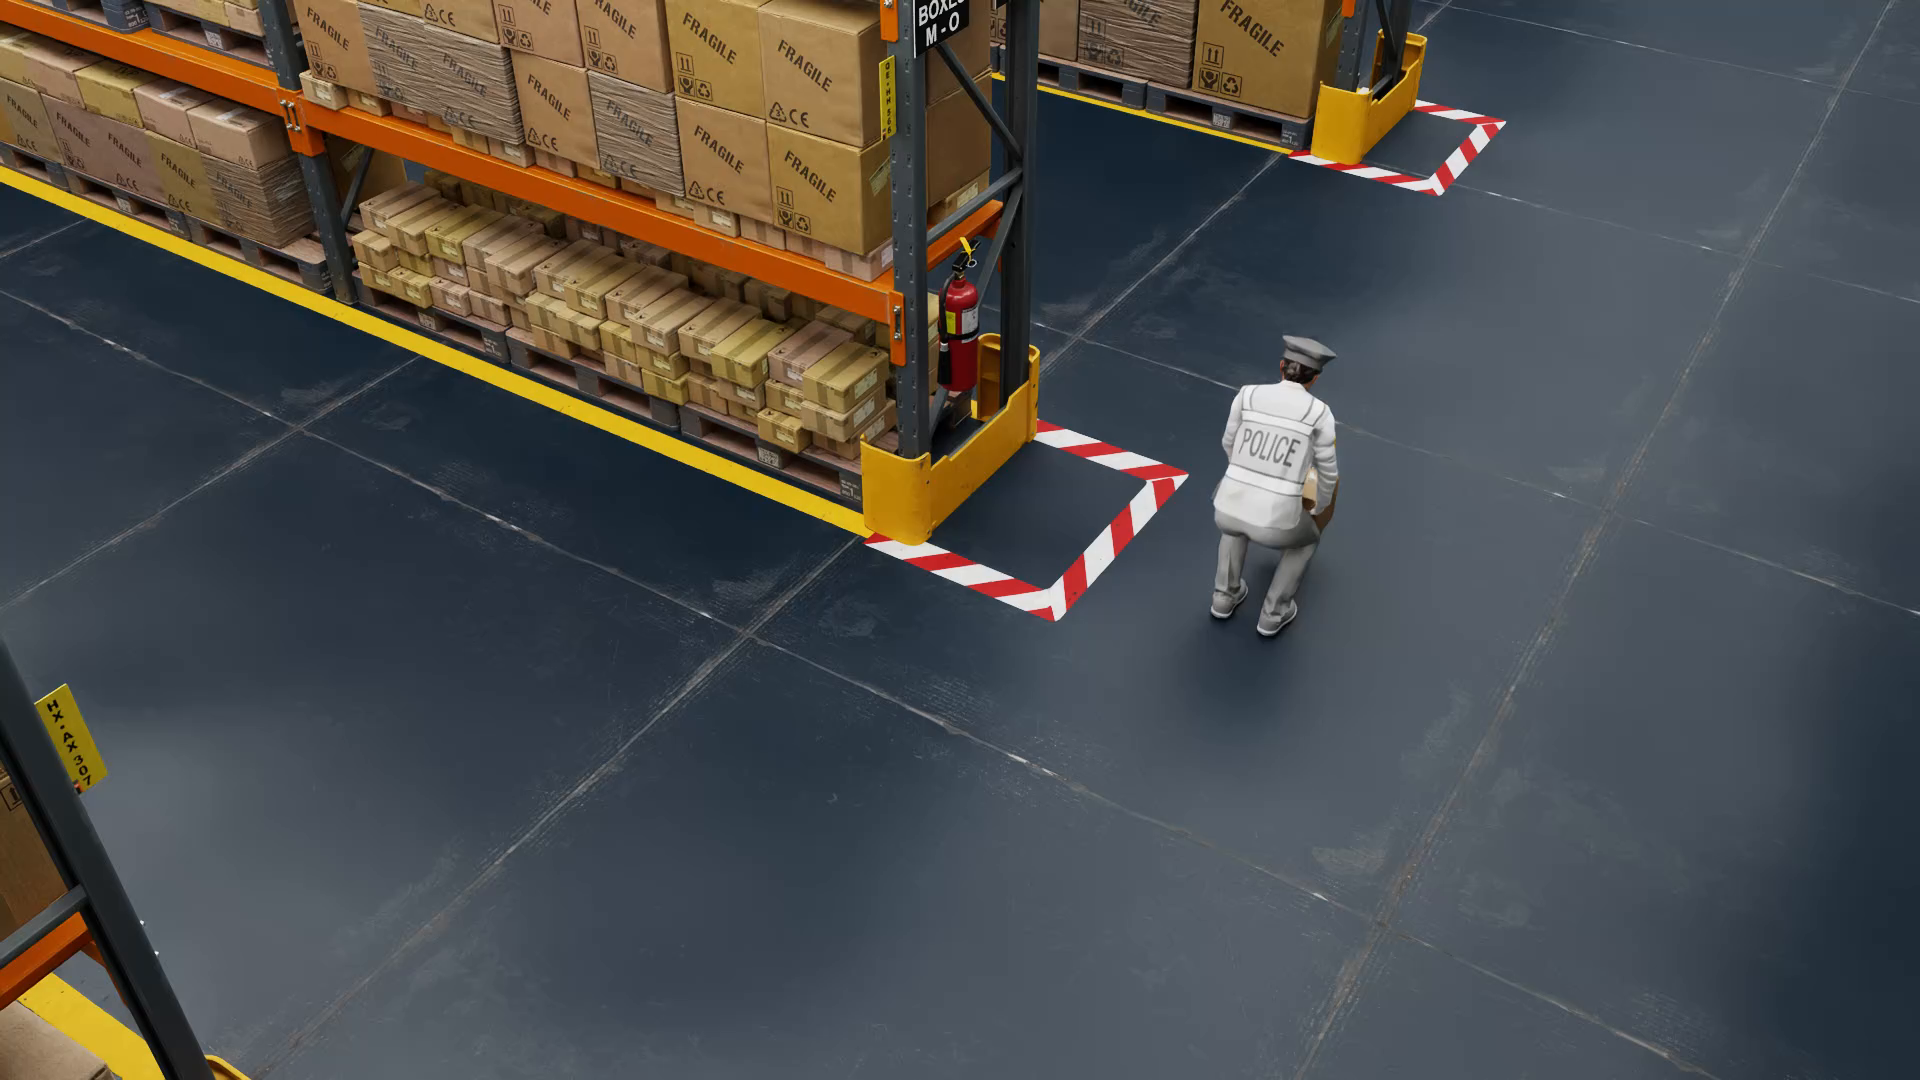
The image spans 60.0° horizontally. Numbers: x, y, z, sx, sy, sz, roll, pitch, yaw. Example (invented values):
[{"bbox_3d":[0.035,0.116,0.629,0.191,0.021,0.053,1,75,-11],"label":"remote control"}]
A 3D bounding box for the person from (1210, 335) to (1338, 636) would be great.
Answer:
[{"bbox_3d":[1.349,-0.228,7.266,0.534,1.294,0.749,22,43,25],"label":"person"}]
